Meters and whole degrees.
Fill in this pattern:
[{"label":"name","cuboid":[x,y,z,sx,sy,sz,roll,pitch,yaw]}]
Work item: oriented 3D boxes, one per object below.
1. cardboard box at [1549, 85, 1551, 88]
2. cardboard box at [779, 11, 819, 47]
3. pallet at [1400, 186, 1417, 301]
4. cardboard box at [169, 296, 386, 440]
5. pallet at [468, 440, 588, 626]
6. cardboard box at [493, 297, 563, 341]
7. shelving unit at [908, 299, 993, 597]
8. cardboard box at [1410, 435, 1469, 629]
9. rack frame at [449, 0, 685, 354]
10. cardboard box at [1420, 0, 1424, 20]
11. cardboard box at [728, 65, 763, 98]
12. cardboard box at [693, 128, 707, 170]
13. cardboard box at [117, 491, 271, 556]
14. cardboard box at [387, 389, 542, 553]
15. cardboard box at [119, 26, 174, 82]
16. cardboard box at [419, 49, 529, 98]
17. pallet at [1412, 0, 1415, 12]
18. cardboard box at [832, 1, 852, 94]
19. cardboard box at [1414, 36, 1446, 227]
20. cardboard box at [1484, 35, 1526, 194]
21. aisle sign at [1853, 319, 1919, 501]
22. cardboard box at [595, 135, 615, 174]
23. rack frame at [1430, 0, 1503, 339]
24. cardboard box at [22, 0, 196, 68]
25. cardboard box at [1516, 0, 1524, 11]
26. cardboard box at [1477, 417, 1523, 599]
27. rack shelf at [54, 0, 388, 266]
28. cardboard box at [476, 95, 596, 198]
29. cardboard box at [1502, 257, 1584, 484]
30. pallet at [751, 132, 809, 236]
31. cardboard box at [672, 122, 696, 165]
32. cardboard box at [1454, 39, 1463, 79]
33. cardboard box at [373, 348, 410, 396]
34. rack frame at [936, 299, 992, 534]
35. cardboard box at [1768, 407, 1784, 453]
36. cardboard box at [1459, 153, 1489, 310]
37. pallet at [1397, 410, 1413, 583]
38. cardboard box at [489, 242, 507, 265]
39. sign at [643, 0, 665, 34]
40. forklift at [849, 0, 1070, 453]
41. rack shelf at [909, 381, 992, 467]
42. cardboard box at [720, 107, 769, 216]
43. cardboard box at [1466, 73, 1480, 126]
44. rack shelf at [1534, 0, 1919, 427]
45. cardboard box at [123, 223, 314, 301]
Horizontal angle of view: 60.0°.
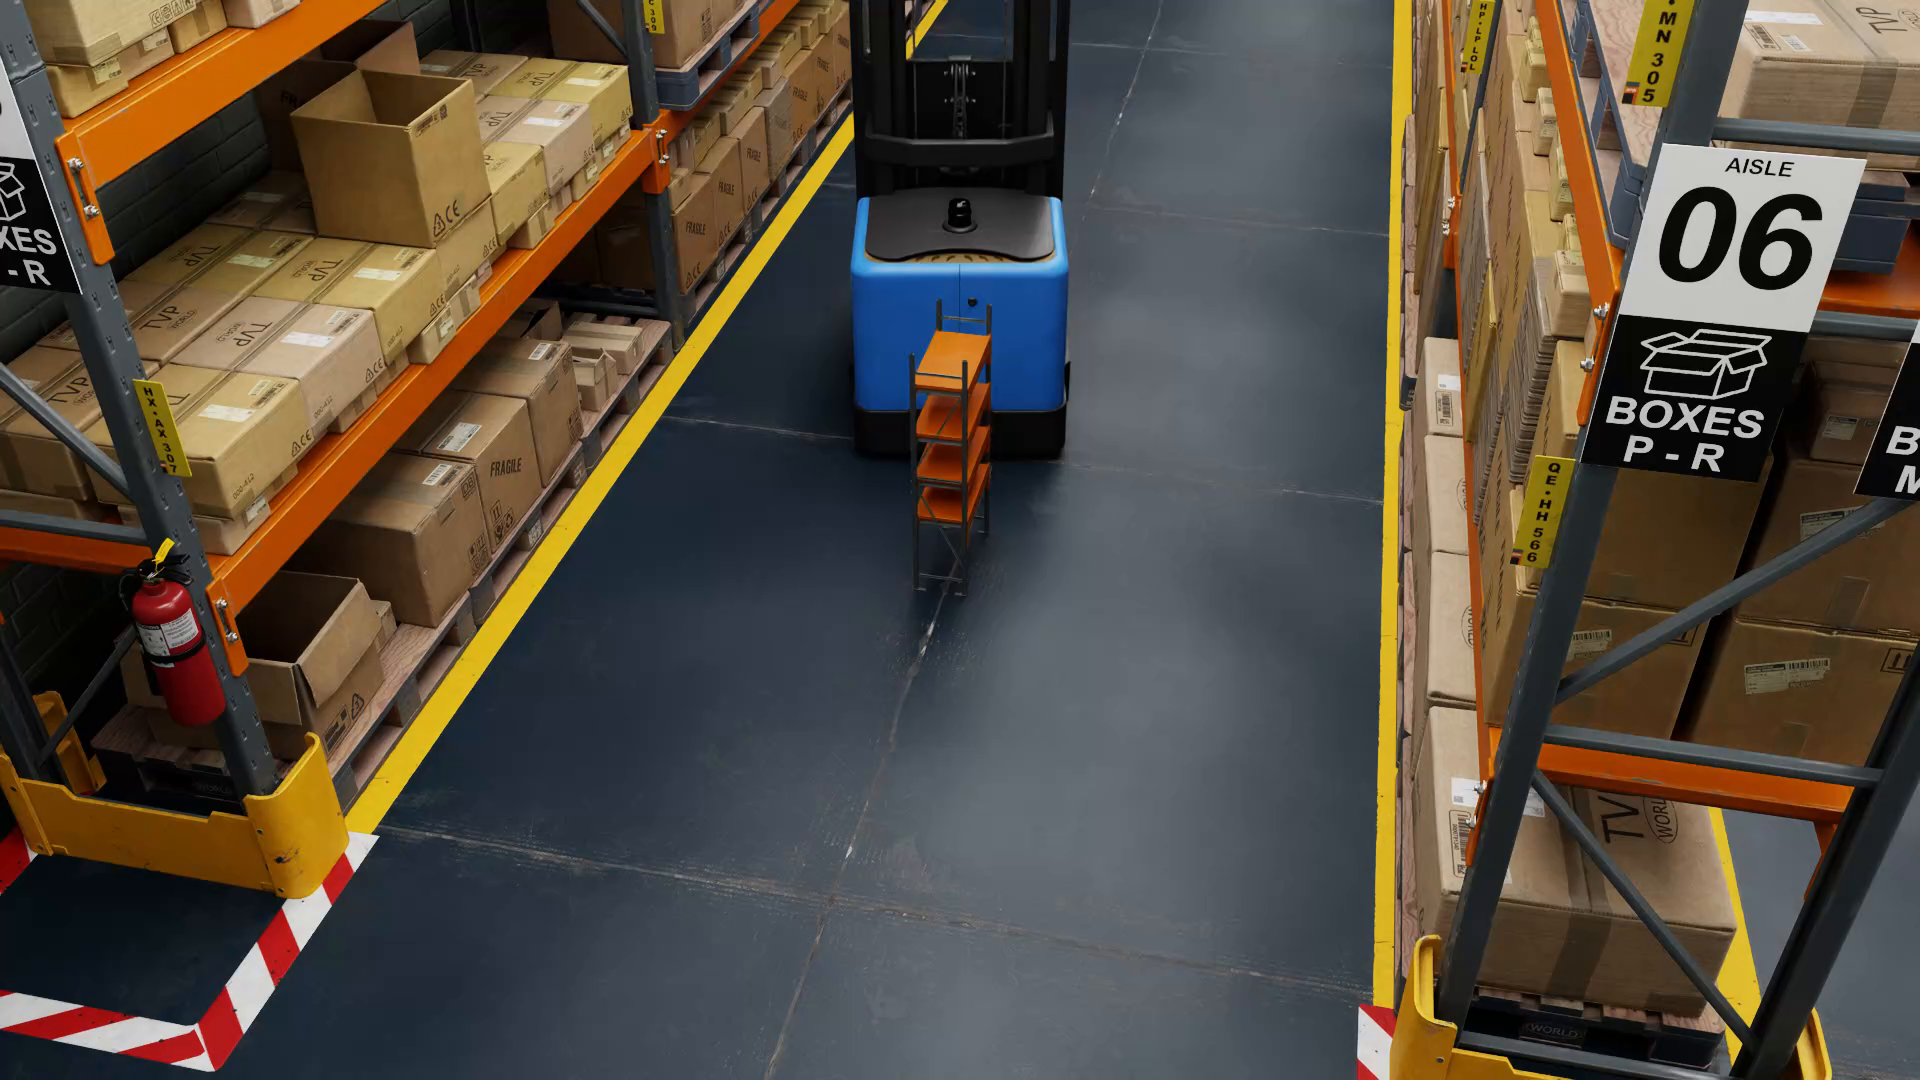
[{"label":"cardboard box","cuboid":[2.273,-1.539,5.828,0.380,0.149,0.250,7,37,10]},{"label":"cardboard box","cuboid":[-1.163,-3.431,11.148,0.380,0.149,0.250,6,36,8]},{"label":"pallet","cuboid":[3.168,-1.743,9.975,1.003,0.211,1.213,7,37,10]},{"label":"cardboard box","cuboid":[-2.419,-0.620,5.924,0.500,0.250,0.500,8,37,10]},{"label":"pallet","cuboid":[-2.438,-0.114,7.728,1.003,0.211,1.213,7,37,10]},{"label":"cardboard box","cuboid":[-2.404,-1.071,8.604,0.500,0.311,0.500,9,37,12]},{"label":"shelving unit","cuboid":[-0.035,-0.391,7.267,0.258,1.200,0.503,7,37,10]},{"label":"cardboard box","cuboid":[2.388,0.009,7.007,0.875,0.438,0.875,6,36,9]},{"label":"rack frame","cuboid":[-2.032,-2.338,8.420,1.000,3.000,0.127,7,37,10]},{"label":"cardboard box","cuboid":[4.120,-4.298,13.006,0.950,0.372,0.625,8,37,12]},{"label":"cardboard box","cuboid":[-1.448,-2.846,10.340,0.380,0.149,0.250,7,37,10]},{"label":"cardboard box","cuboid":[-1.668,-2.248,9.516,0.380,0.149,0.250,6,36,8]},{"label":"cardboard box","cuboid":[-2.548,-0.098,5.543,0.380,0.149,0.250,7,37,10]},{"label":"cardboard box","cuboid":[-2.232,-0.318,7.404,0.500,0.500,0.500,8,37,11]},{"label":"cardboard box","cuboid":[-2.561,-1.465,4.874,0.380,0.149,0.250,8,37,11]},{"label":"cardboard box","cuboid":[-2.401,-2.148,8.032,0.500,0.250,0.500,7,37,9]},{"label":"pallet","cuboid":[4.362,-4.729,14.095,1.003,0.211,1.213,7,37,10]},{"label":"cardboard box","cuboid":[-1.058,-3.520,11.823,0.500,0.500,0.500,8,37,11]},{"label":"cardboard box","cuboid":[3.249,-2.425,9.992,0.875,0.875,0.875,8,37,11]},{"label":"cardboard box","cuboid":[2.366,-1.632,6.509,0.500,0.500,0.500,7,36,9]},{"label":"aisle sign","cuboid":[2.232,-0.400,3.531,0.394,0.787,0.004,7,37,10]},{"label":"cardboard box","cuboid":[-1.888,-1.870,7.988,0.380,0.149,0.250,8,37,11]},{"label":"rack frame","cuboid":[2.818,-1.718,7.565,1.000,3.000,0.127,7,37,10]},{"label":"cardboard box","cuboid":[-2.524,-1.540,4.636,0.500,0.250,0.500,7,37,9]},{"label":"cardboard box","cuboid":[2.497,-2.278,6.847,0.380,0.149,0.250,7,36,9]},{"label":"cardboard box","cuboid":[1.930,-0.061,5.193,0.500,0.500,0.500,7,36,9]},{"label":"rack shelf","cuboid":[-2.459,-2.115,6.169,1.077,0.370,4.000,7,37,10]},{"label":"cardboard box","cuboid":[-1.995,-1.786,7.533,0.500,0.250,0.500,7,37,10]},{"label":"cardboard box","cuboid":[1.917,-0.480,4.919,0.500,0.500,0.500,7,37,10]},{"label":"pallet","cuboid":[-1.637,-2.382,10.857,1.003,0.211,1.213,7,37,10]},{"label":"cardboard box","cuboid":[-1.687,-2.207,9.205,0.380,0.149,0.250,6,36,8]},{"label":"cardboard box","cuboid":[2.904,-2.525,8.806,0.500,0.250,0.500,6,36,9]},{"label":"cardboard box","cuboid":[-2.352,-0.694,6.366,0.380,0.149,0.250,8,37,11]},{"label":"rack frame","cuboid":[0.017,-0.531,7.460,0.240,1.200,0.015,7,37,10]},{"label":"cardboard box","cuboid":[1.845,-0.364,4.206,0.380,0.149,0.250,8,37,11]},{"label":"cardboard box","cuboid":[2.351,-1.235,6.812,0.500,0.500,0.500,8,37,10]},{"label":"pallet","cuboid":[2.579,-0.163,7.795,1.003,0.211,1.213,7,37,10]},{"label":"cardboard box","cuboid":[-2.194,-1.287,7.184,0.380,0.149,0.250,8,37,11]},{"label":"sign","cuboid":[-1.500,-2.625,8.079,0.100,0.325,0.005,7,37,10]},{"label":"forklift","cuboid":[-0.003,-2.447,8.628,1.130,2.935,3.031,0,36,0]},{"label":"rack shelf","cuboid":[-0.035,-0.518,7.175,0.258,0.148,0.480,7,37,10]},{"label":"cardboard box","cuboid":[-1.494,-2.338,10.191,0.500,0.500,0.500,6,36,9]},{"label":"cardboard box","cuboid":[2.675,-2.143,7.853,0.500,0.250,0.500,7,37,10]},{"label":"rack shelf","cuboid":[2.391,-1.495,5.314,1.077,0.370,4.000,7,37,10]},{"label":"cardboard box","cuboid":[-2.826,-0.981,6.421,0.500,0.250,0.500,8,37,11]}]
